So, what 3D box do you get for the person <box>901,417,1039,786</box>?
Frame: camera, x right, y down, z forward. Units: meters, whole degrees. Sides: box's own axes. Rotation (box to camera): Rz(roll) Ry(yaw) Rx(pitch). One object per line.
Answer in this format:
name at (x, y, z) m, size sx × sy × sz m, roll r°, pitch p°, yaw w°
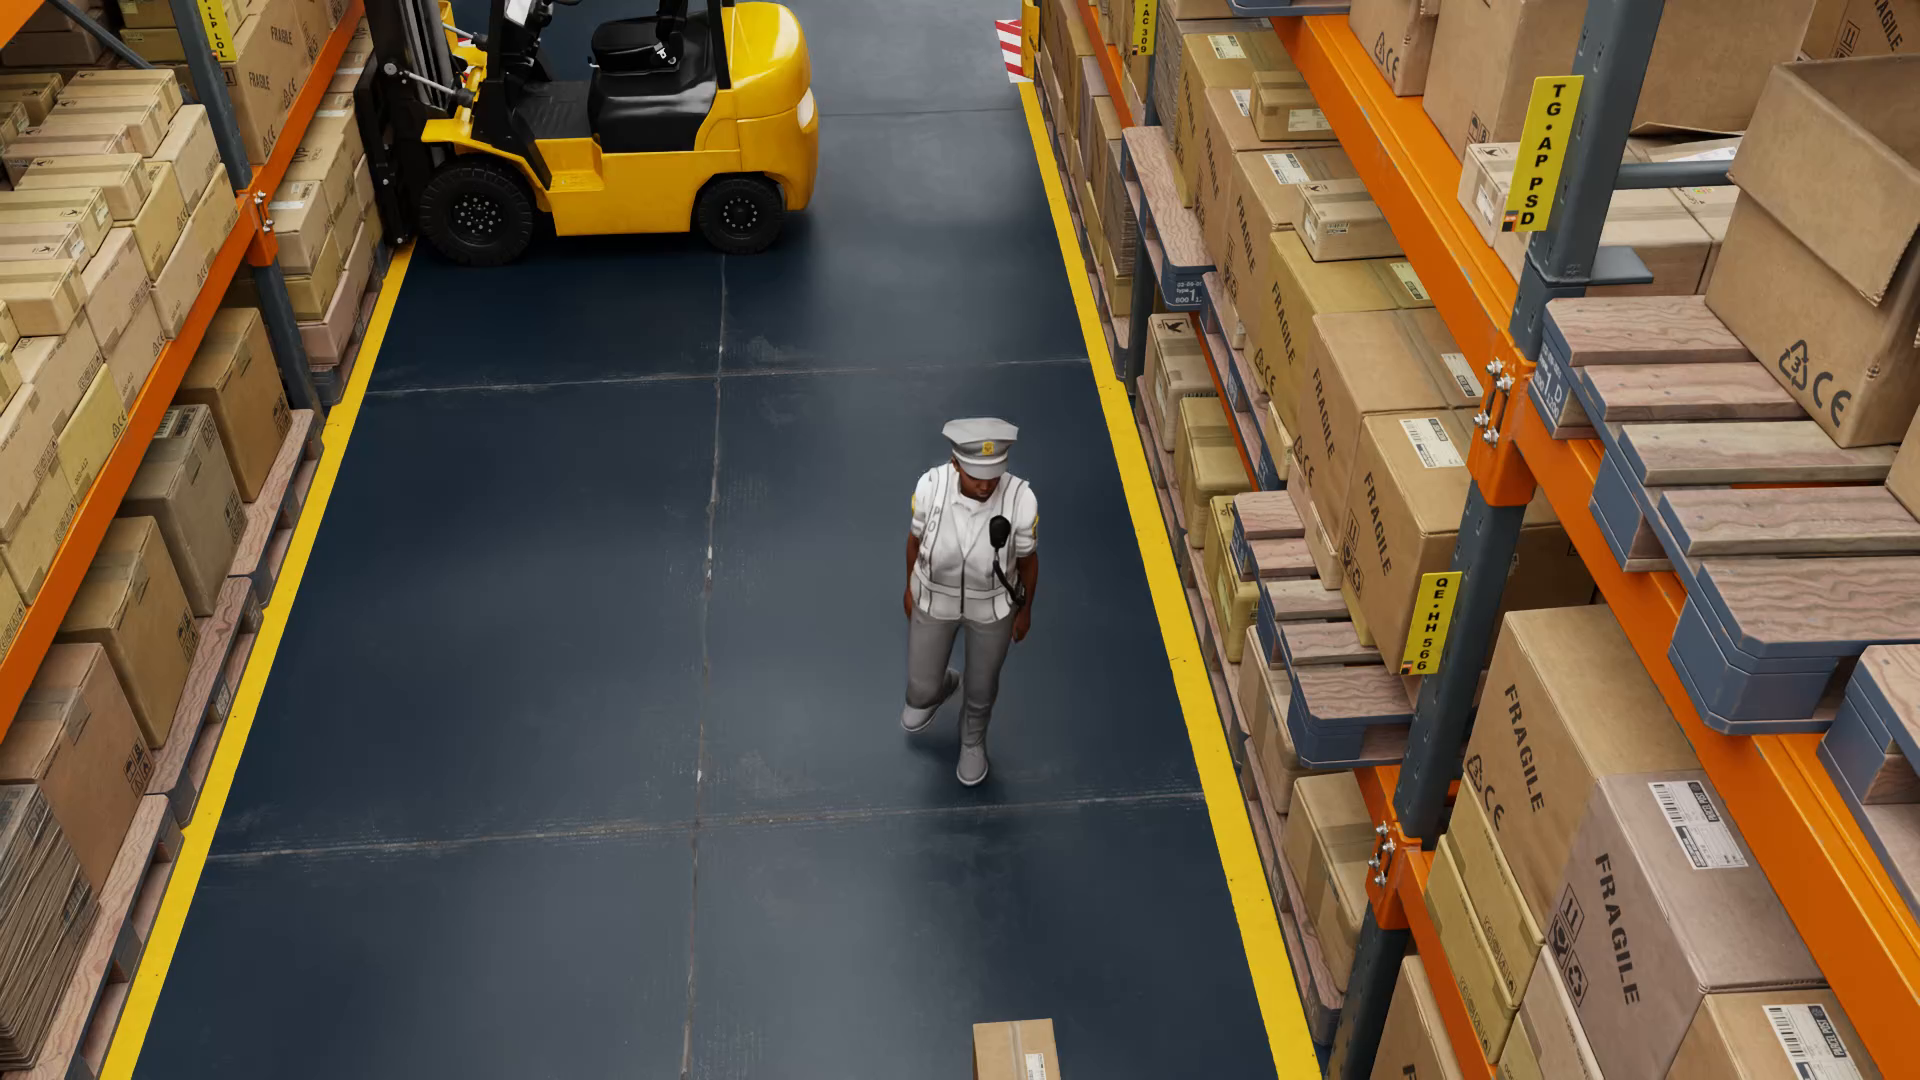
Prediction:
person at (0.018, 0.193, 5.899) m, size 0.517 × 1.670 × 0.501 m, roll 4°, pitch 39°, yaw 4°
